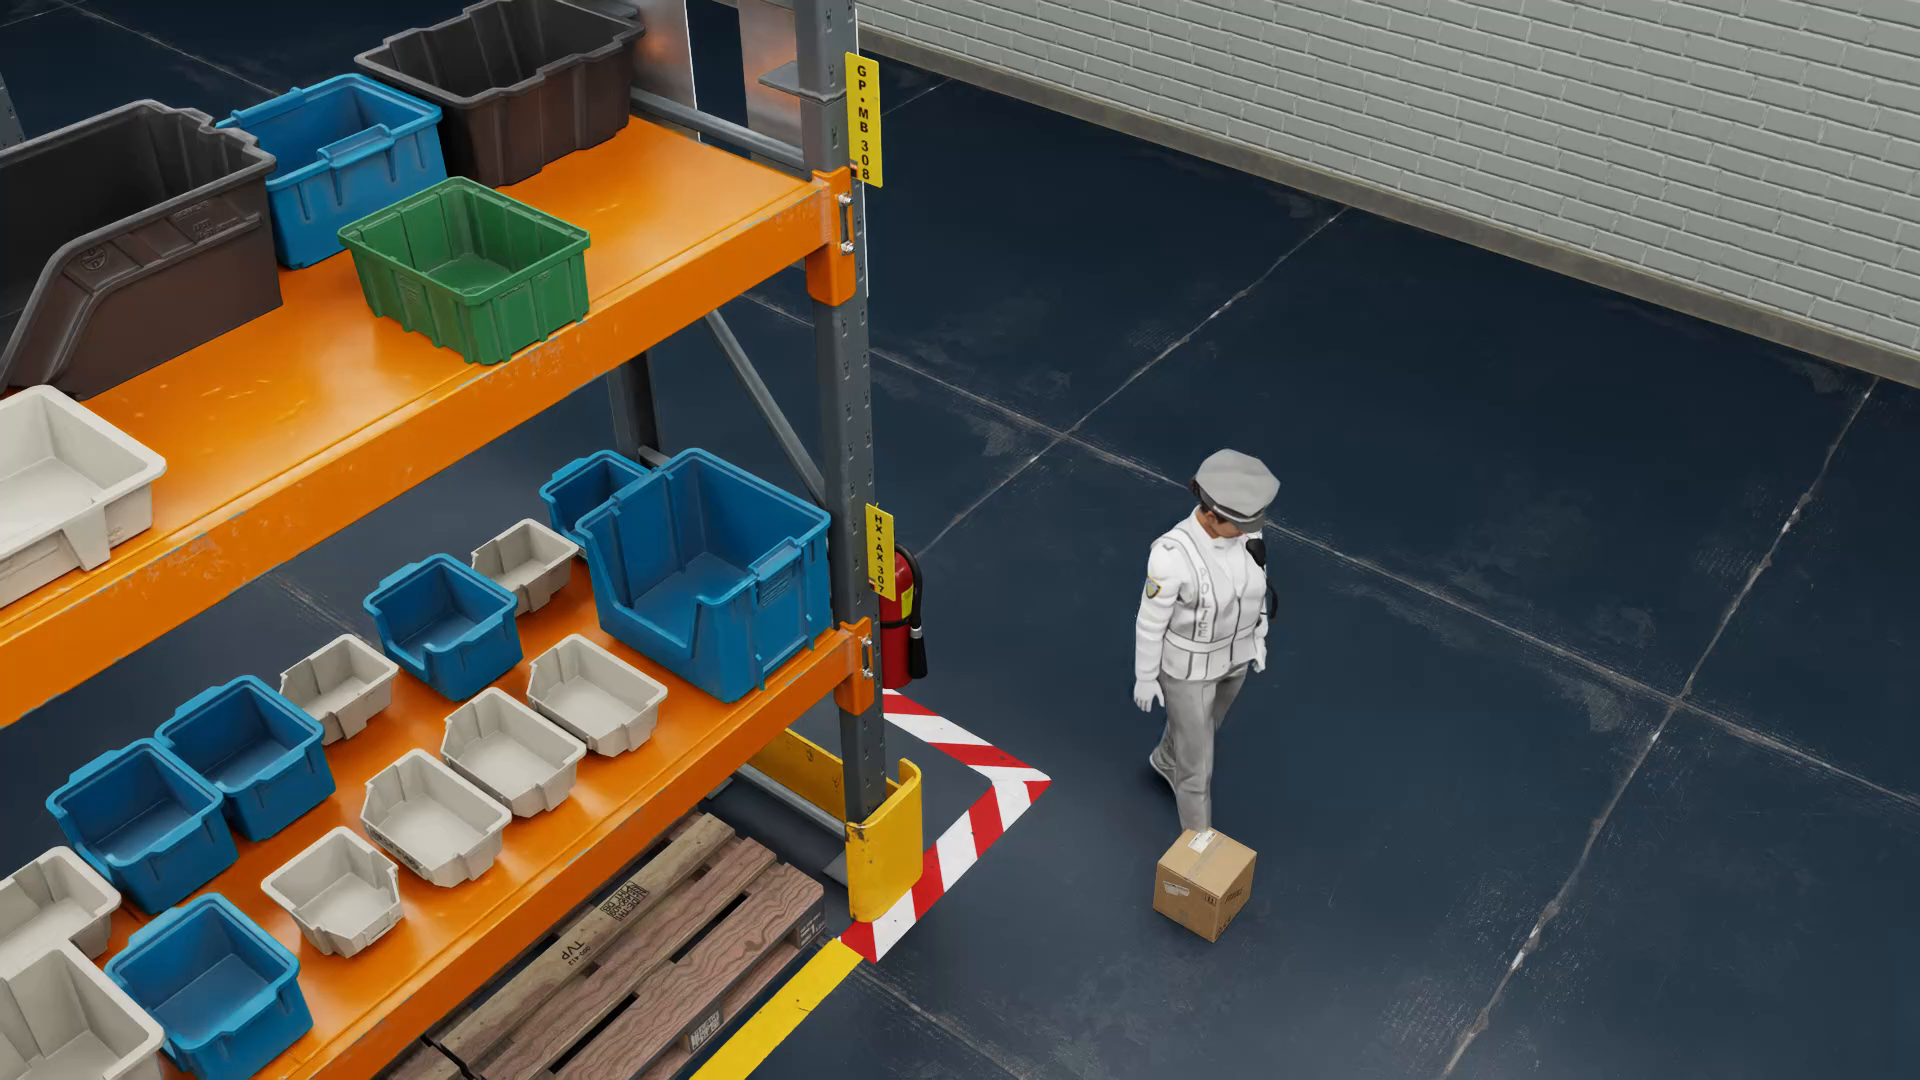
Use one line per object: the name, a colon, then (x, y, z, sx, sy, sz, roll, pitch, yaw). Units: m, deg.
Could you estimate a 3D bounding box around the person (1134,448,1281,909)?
person: (0.875, 0.436, 5.595, 0.524, 1.641, 0.732, -23, 44, -26)
